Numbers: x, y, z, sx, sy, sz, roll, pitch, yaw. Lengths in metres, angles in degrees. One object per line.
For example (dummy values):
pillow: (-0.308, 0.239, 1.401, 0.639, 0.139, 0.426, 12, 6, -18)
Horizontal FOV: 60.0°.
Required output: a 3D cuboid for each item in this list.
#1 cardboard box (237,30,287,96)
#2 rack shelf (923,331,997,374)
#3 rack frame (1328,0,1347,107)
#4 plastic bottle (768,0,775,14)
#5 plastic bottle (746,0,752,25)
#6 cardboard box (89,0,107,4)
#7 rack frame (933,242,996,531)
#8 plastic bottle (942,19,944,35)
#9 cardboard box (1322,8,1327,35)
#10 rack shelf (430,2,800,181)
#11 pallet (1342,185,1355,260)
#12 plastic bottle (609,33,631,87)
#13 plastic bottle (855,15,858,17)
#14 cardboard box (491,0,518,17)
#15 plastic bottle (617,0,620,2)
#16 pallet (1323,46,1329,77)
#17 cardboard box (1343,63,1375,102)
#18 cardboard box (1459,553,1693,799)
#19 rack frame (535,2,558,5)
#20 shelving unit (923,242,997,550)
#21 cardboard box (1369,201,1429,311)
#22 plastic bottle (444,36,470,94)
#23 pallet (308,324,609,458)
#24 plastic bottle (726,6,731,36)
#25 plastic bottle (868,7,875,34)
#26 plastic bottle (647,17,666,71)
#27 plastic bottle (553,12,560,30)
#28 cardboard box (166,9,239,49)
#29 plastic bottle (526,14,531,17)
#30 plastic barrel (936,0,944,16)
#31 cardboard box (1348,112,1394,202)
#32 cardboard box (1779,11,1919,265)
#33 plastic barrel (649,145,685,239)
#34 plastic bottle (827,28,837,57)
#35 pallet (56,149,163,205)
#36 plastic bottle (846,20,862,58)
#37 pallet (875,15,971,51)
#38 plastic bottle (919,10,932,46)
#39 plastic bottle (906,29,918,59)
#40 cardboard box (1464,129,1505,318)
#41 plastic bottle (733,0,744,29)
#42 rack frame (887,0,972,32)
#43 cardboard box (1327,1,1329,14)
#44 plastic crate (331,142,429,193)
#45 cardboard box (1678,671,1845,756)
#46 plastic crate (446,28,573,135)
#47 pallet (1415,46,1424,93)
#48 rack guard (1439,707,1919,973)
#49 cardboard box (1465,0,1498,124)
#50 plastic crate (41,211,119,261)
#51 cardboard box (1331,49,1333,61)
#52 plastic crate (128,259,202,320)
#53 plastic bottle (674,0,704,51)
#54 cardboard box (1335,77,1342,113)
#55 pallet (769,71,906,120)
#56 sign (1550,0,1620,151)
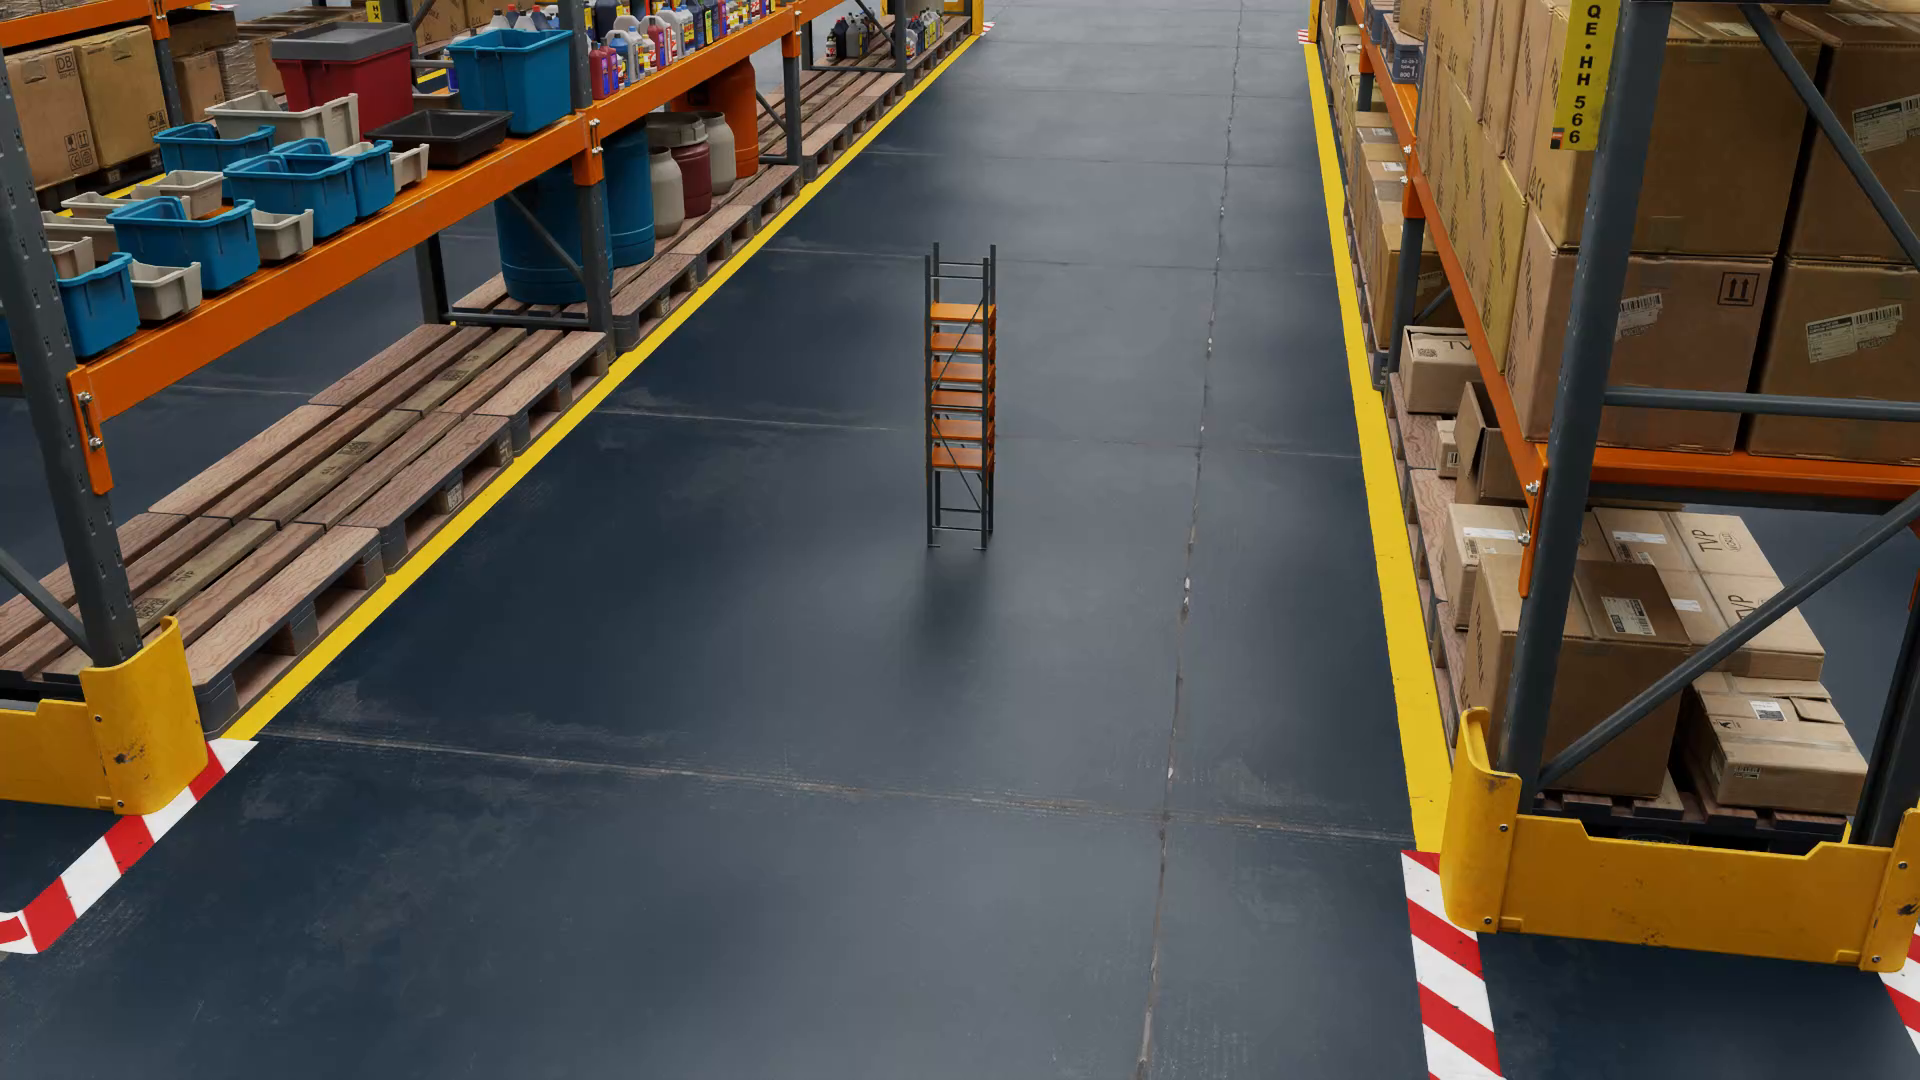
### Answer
cardboard box: (-6.296, -4.159, 14.526, 0.700, 0.500, 0.500, 6, 26, 13)
rack shelf: (0.002, -0.727, 6.426, 0.258, 0.103, 0.180, 4, 25, 9)
rack frame: (3.876, -5.324, 14.587, 1.000, 3.000, 0.127, 4, 25, 9)
plastic bottle: (-1.309, -3.745, 11.349, 0.061, 0.283, 0.133, 4, 25, 9)
plastic bottle: (-1.415, -3.514, 10.871, 0.097, 0.271, 0.097, 0, 25, 0)
cardboard box: (-6.386, -4.161, 11.983, 0.500, 0.500, 0.500, 5, 26, 10)
rack frame: (0.017, -0.588, 6.590, 0.240, 1.200, 0.006, 4, 25, 9)
plastic bottle: (-0.224, -5.475, 17.691, 0.097, 0.201, 0.097, 0, 25, 0)
cardboard box: (4.145, -5.524, 17.761, 0.500, 0.250, 0.500, 4, 25, 9)
rack shelf: (-1.990, -2.834, 10.115, 1.077, 0.370, 4.000, 4, 25, 9)
pallet: (3.063, -2.079, 10.942, 1.003, 0.211, 1.213, 4, 25, 9)
plastic bottle: (-1.798, -2.535, 8.779, 0.097, 0.271, 0.097, 0, 25, 0)
plastic bottle: (-1.065, -5.299, 17.232, 0.097, 0.271, 0.097, 0, 25, 0)
cardboard box: (-5.425, -6.231, 18.977, 0.500, 0.500, 0.500, 11, 27, 22)
plastic bottle: (-2.233, -3.442, 10.703, 0.061, 0.283, 0.133, 4, 25, 9)
pallet: (4.245, -4.903, 16.975, 1.003, 0.211, 1.213, 4, 25, 9)
cardboard box: (3.229, -3.515, 12.808, 0.500, 0.311, 0.500, 4, 25, 8)
cardboard box: (1.761, 0.383, 4.823, 0.500, 0.500, 0.500, 4, 25, 9)
rack frame: (-5.242, -7.685, 19.630, 1.000, 3.000, 0.127, 4, 25, 9)
shelving unit: (0.002, -0.549, 6.509, 0.258, 1.200, 0.189, 4, 25, 9)
cardboard box: (2.456, -1.478, 8.799, 0.500, 0.500, 0.500, 4, 25, 9)
plastic bottle: (-2.572, -2.454, 8.601, 0.152, 0.276, 0.135, 4, 25, 9)
pallet: (-2.399, -0.750, 8.103, 1.003, 0.211, 1.213, 4, 25, 9)
plastic bottle: (-1.495, -3.279, 10.451, 0.097, 0.201, 0.097, 0, 25, 0)
plastic bottle: (-0.960, -5.569, 17.808, 0.097, 0.271, 0.097, 0, 25, 0)
plastic bottle: (-1.691, -2.766, 9.258, 0.061, 0.283, 0.133, 4, 25, 9)
plastic bottle: (-2.281, -2.871, 9.498, 0.097, 0.271, 0.097, 0, 25, 0)
cardboard box: (-6.393, -4.251, 13.838, 0.500, 0.250, 0.500, 7, 26, 14)
plastic bottle: (-2.430, -2.818, 9.378, 0.152, 0.276, 0.135, 4, 25, 9)
plastic barrel: (-0.388, -6.125, 18.736, 0.421, 0.512, 0.421, 0, 25, 0)
cardboard box: (2.866, -2.548, 11.085, 0.500, 0.500, 0.500, 5, 26, 11)
cardboard box: (2.248, -0.971, 3.989, 0.500, 0.500, 0.500, 5, 26, 10)
plastic barrel: (-1.915, -2.139, 10.221, 0.421, 0.512, 0.421, 0, 25, 0)
plastic bottle: (-1.257, -4.862, 16.284, 0.061, 0.283, 0.133, 5, 26, 11)
pallet: (-6.753, -2.752, 12.380, 1.003, 0.211, 1.213, 4, 25, 9)
plastic bottle: (-1.047, -4.948, 16.388, 0.144, 0.351, 0.185, 4, 25, 9)
pallet: (-0.460, -5.705, 18.688, 1.003, 0.211, 1.213, 4, 25, 9)
plastic bottle: (-0.368, -5.234, 17.000, 0.144, 0.351, 0.185, 4, 25, 8)
plastic bottle: (-0.499, -4.875, 16.320, 0.152, 0.276, 0.135, 5, 26, 10)
cardboard box: (1.888, -0.983, 5.193, 0.500, 0.500, 0.500, 4, 25, 9)
plastic bottle: (-1.447, -3.433, 10.697, 0.097, 0.271, 0.097, 0, 25, 0)
rack frame: (-0.356, -7.342, 18.897, 1.000, 3.000, 0.127, 4, 25, 9)
cardboard box: (4.074, -5.654, 17.154, 0.500, 0.500, 0.500, 4, 25, 9)
plastic crate: (-2.305, -1.482, 6.618, 0.293, 0.136, 0.466, 4, 25, 9)
cardboard box: (2.364, 0.523, 4.918, 0.380, 0.166, 0.250, 4, 25, 9)
plastic crate: (-2.057, -2.124, 7.698, 0.392, 0.384, 0.575, 4, 25, 9)
pallet: (2.807, -2.218, 8.177, 1.003, 0.211, 1.213, 4, 25, 9)
rack guard: (1.928, 0.795, 4.462, 1.175, 0.500, 0.348, 4, 25, 9)
cardboard box: (1.963, -1.652, 5.444, 0.500, 0.500, 0.500, 5, 26, 10)
plastic crate: (-2.955, -1.032, 5.656, 0.396, 0.136, 0.243, 4, 25, 9)
cardboard box: (3.737, -4.478, 15.527, 0.500, 0.250, 0.500, 4, 25, 9)
plastic crate: (-2.472, -0.767, 5.090, 0.250, 0.136, 0.298, 4, 25, 9)
plastic bottle: (-1.615, -3.100, 9.893, 0.144, 0.351, 0.185, 4, 25, 9)
cardboard box: (3.399, -3.687, 13.837, 0.500, 0.250, 0.500, 3, 25, 7)
pallet: (-1.100, -4.075, 15.207, 1.003, 0.211, 1.213, 4, 25, 9)
sign: (1.371, -1.020, 3.652, 0.100, 0.325, 0.005, 4, 25, 9)
